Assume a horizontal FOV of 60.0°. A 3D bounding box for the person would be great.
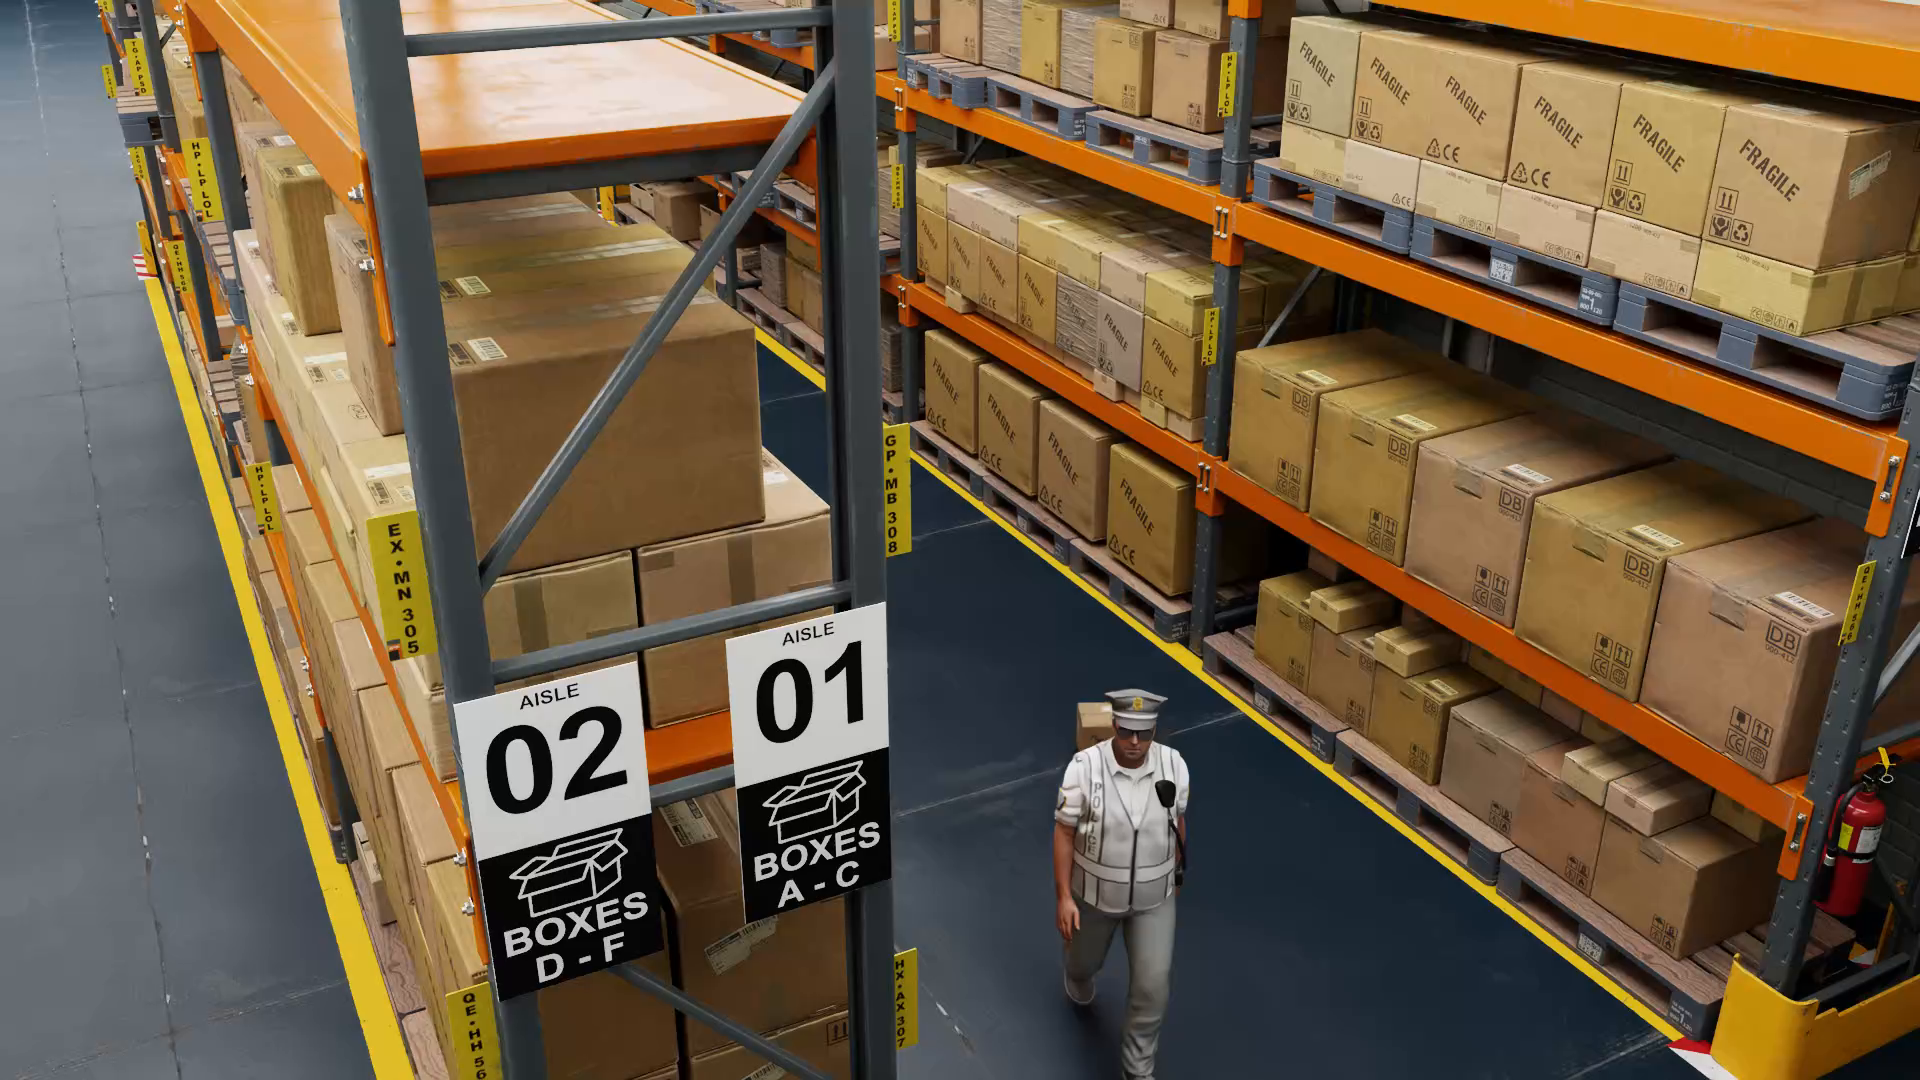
[{"bbox_3d":[0.644,1.362,6.693,0.558,1.731,0.967,-1,25,-3],"label":"person"}]
